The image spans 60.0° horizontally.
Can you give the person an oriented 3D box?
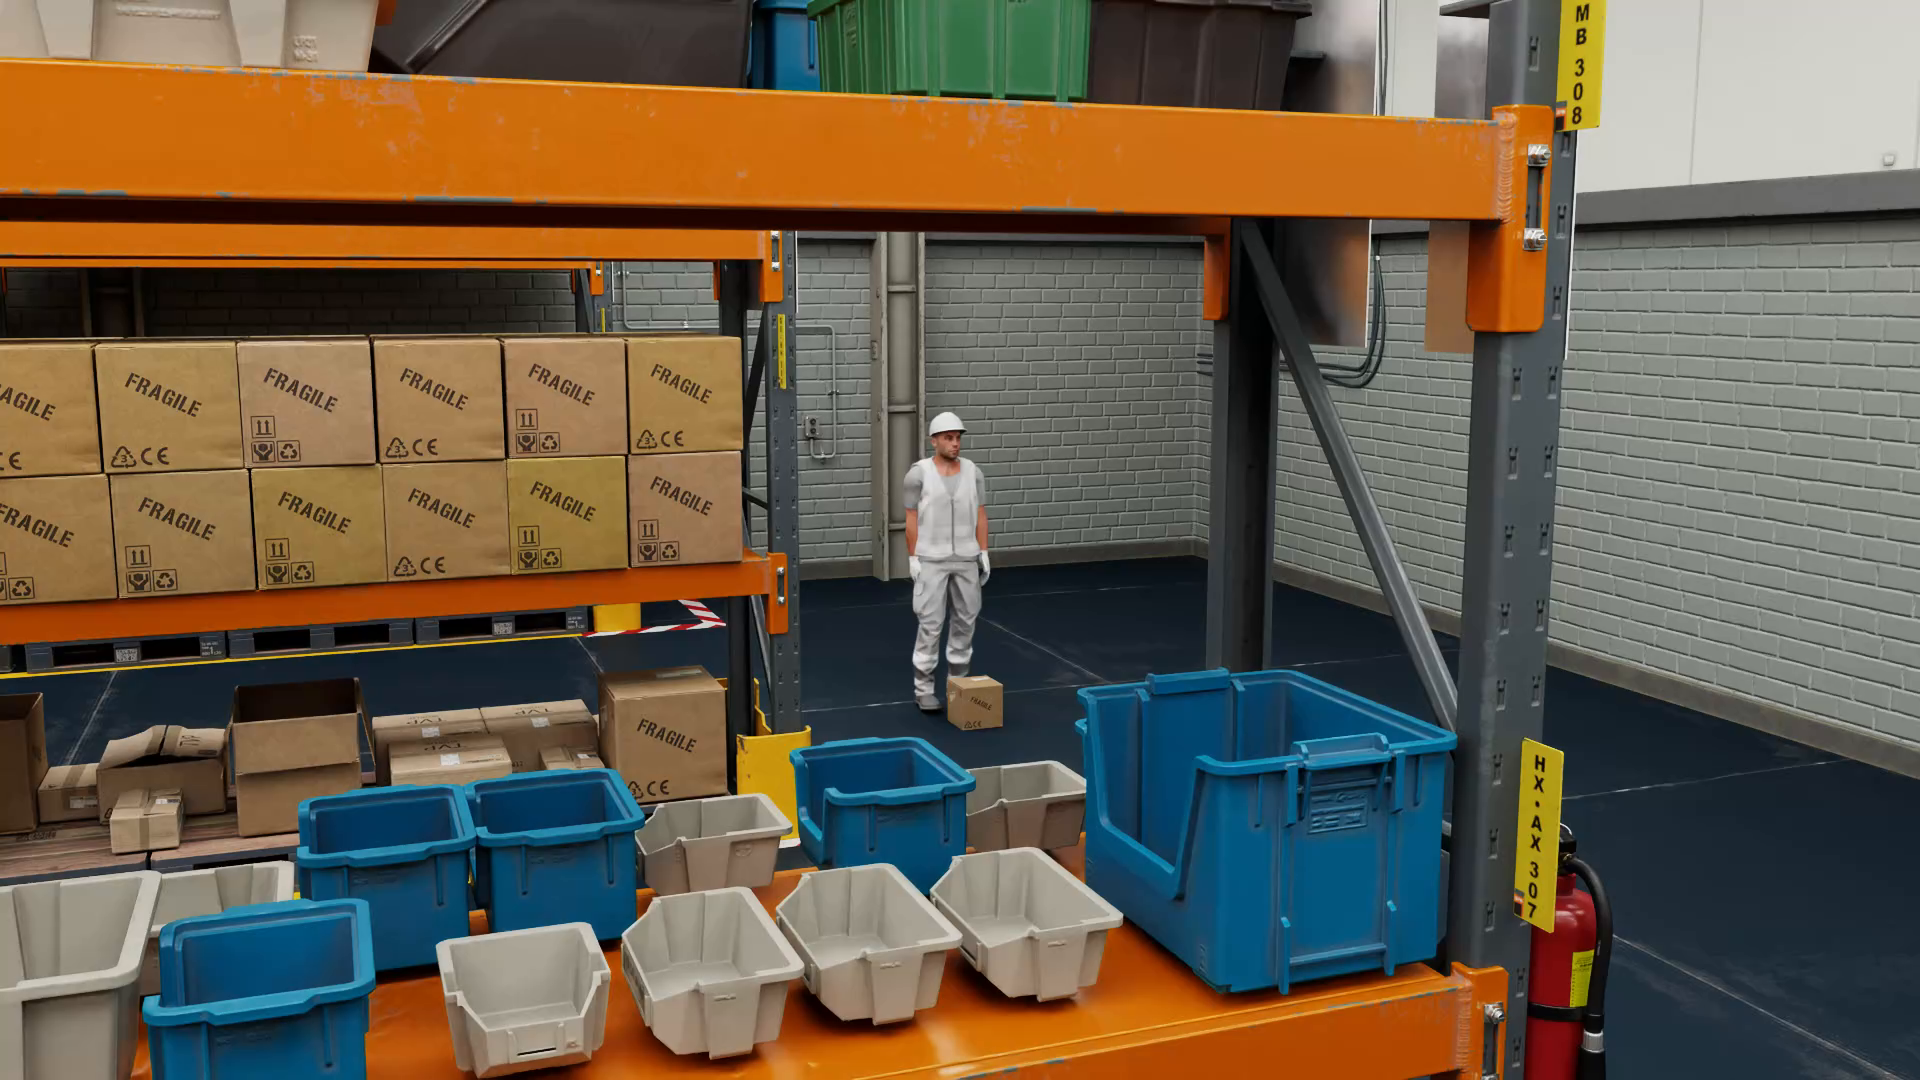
[{"bbox_3d":[-0.069,0.138,9.976,0.524,1.810,0.362,-3,9,-20],"label":"person"}]
